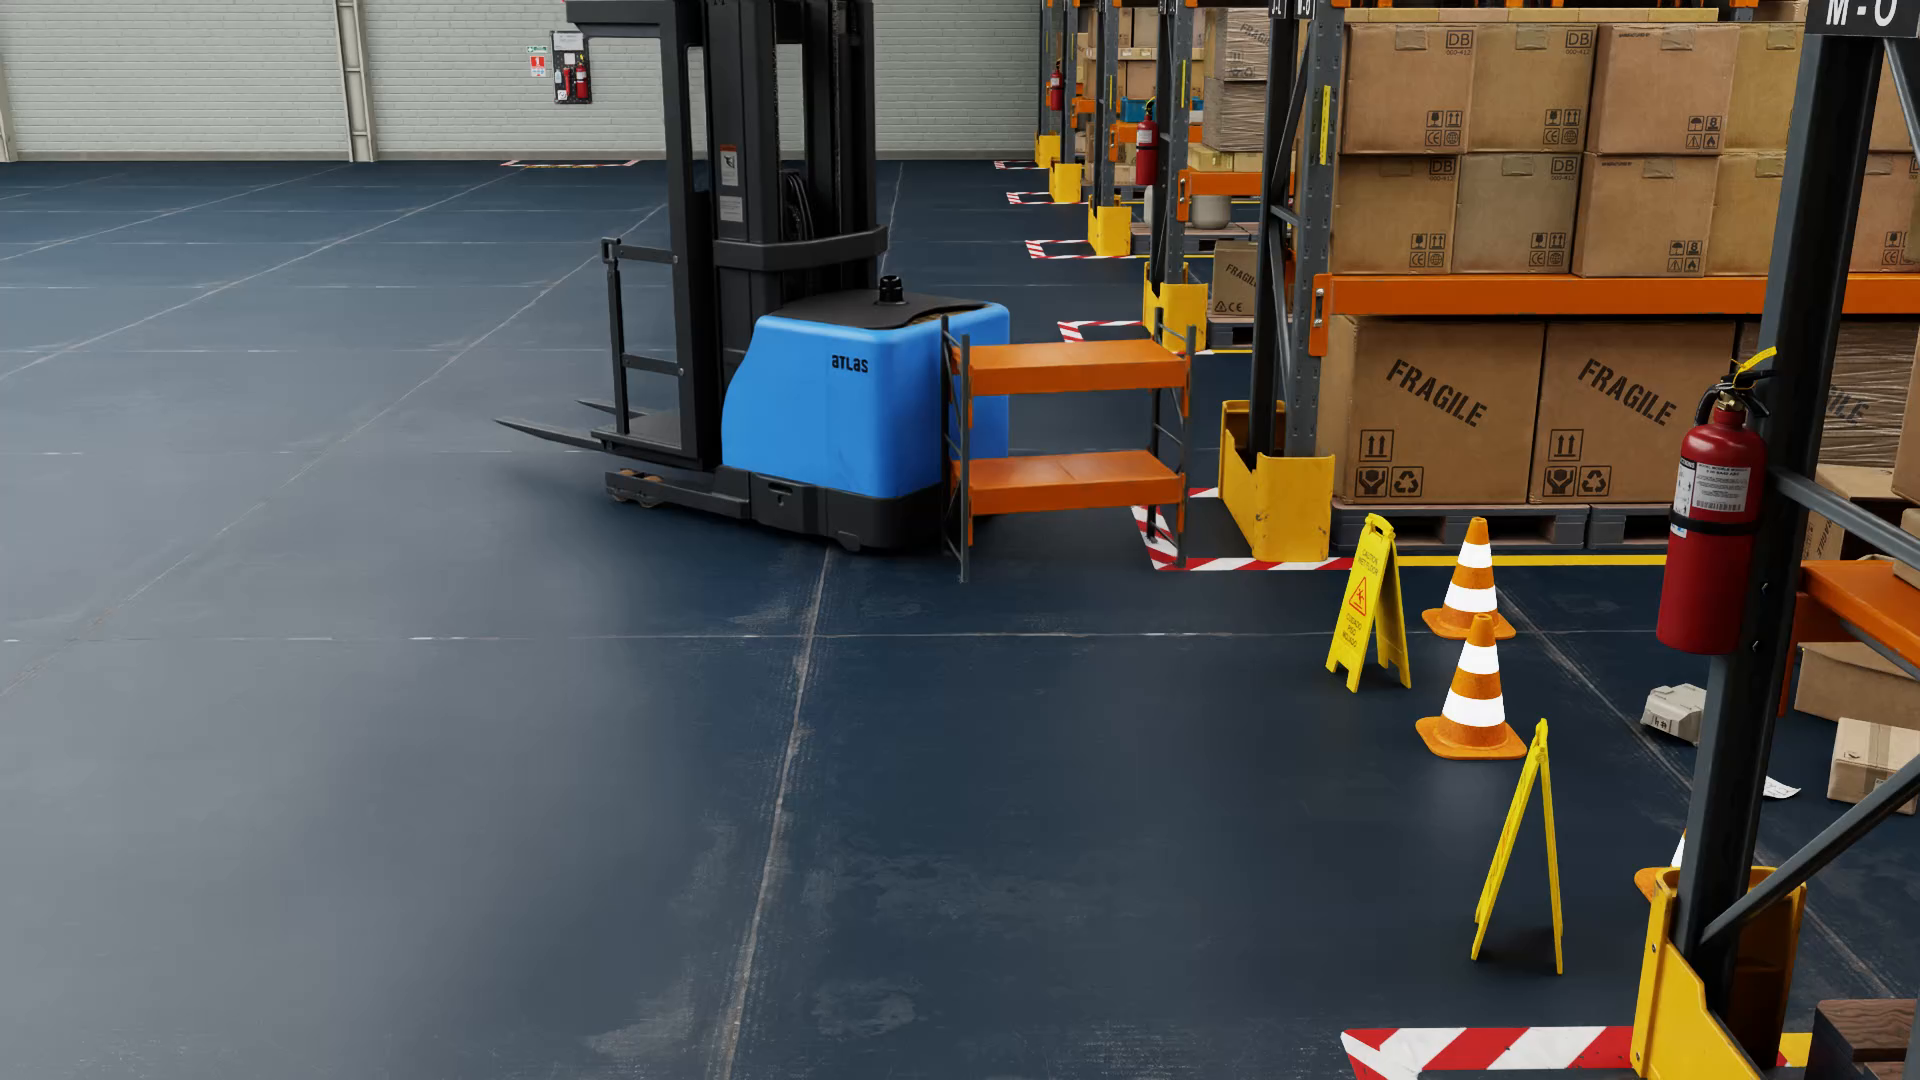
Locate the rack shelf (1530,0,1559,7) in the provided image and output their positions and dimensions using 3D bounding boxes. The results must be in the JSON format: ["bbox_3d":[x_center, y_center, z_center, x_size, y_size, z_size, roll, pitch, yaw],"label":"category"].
[{"bbox_3d":[7.353,-8.672,26.437,4.000,0.370,1.077,0,18,-1],"label":"rack shelf"}]

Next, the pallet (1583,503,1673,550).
[{"bbox_3d":[3.581,-0.208,8.351,1.213,0.211,1.003,0,18,-1],"label":"pallet"}]

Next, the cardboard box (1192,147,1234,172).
[{"bbox_3d":[1.877,-2.828,12.363,0.250,0.149,0.380,0,18,-1],"label":"cardboard box"}]

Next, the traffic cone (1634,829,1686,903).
[{"bbox_3d":[2.155,0.820,4.734,0.334,0.463,0.336,0,18,-1],"label":"traffic cone"}]

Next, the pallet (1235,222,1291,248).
[{"bbox_3d":[3.615,-3.226,17.757,1.213,0.211,1.003,0,18,-1],"label":"pallet"}]

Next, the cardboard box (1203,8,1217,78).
[{"bbox_3d":[2.135,-3.762,12.577,0.500,0.500,0.500,0,18,-1],"label":"cardboard box"}]

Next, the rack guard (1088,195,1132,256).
[{"bbox_3d":[1.586,-3.356,17.691,0.348,0.500,1.175,0,18,-1],"label":"rack guard"}]

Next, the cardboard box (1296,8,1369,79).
[{"bbox_3d":[2.643,-3.604,12.083,0.500,0.500,0.500,0,18,-1],"label":"cardboard box"}]

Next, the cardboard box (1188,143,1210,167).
[{"bbox_3d":[1.870,-2.964,12.786,0.250,0.149,0.380,0,18,-1],"label":"cardboard box"}]

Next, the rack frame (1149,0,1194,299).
[{"bbox_3d":[1.589,-3.019,12.547,0.127,3.000,1.000,0,18,-1],"label":"rack frame"}]

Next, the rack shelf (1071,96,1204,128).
[{"bbox_3d":[3.436,-5.711,22.119,4.000,0.370,1.077,0,18,-1],"label":"rack shelf"}]

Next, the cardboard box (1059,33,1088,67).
[{"bbox_3d":[1.836,-7.763,26.322,0.500,0.500,0.500,0,18,-1],"label":"cardboard box"}]

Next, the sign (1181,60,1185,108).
[{"bbox_3d":[1.597,-3.265,11.898,0.005,0.325,0.100,0,18,-1],"label":"sign"}]

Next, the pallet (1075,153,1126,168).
[{"bbox_3d":[2.243,-6.223,27.101,1.213,0.211,1.003,0,18,-1],"label":"pallet"}]

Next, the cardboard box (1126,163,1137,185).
[{"bbox_3d":[2.476,-4.873,22.142,0.500,0.250,0.500,0,18,-1],"label":"cardboard box"}]

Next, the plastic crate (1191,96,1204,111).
[{"bbox_3d":[2.656,-4.556,17.582,0.408,0.251,0.499,0,18,-1],"label":"plastic crate"}]

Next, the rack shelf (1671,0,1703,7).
[{"bbox_3d":[11.435,-7.178,21.781,4.000,0.370,1.077,0,18,-1],"label":"rack shelf"}]

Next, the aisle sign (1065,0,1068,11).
[{"bbox_3d":[1.375,-7.188,21.289,0.004,0.787,0.394,0,18,-1],"label":"aisle sign"}]

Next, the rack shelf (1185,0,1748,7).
[{"bbox_3d":[3.588,-4.114,12.229,4.000,0.370,1.077,0,18,-1],"label":"rack shelf"}]

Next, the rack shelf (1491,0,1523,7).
[{"bbox_3d":[7.510,-5.646,17.005,4.000,0.370,1.077,0,18,-1],"label":"rack shelf"}]

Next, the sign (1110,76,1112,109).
[{"bbox_3d":[1.515,-4.495,16.697,0.005,0.325,0.100,0,18,-1],"label":"sign"}]

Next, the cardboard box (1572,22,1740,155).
[{"bbox_3d":[3.048,-2.071,7.579,0.550,0.550,0.875,0,18,-1],"label":"cardboard box"}]

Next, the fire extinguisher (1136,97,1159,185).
[{"bbox_3d":[1.467,-3.122,12.996,0.183,0.674,0.296,0,18,-1],"label":"fire extinguisher"}]

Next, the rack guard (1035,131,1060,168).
[{"bbox_3d":[1.430,-6.367,27.078,0.348,0.500,1.175,0,18,-1],"label":"rack guard"}]

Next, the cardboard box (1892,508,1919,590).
[{"bbox_3d":[2.116,0.060,3.360,0.250,0.149,0.380,0,18,1],"label":"cardboard box"}]

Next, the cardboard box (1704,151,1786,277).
[{"bbox_3d":[3.577,-1.579,7.814,0.500,0.550,0.875,0,18,-1],"label":"cardboard box"}]

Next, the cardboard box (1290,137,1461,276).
[{"bbox_3d":[1.936,-1.590,7.849,0.550,0.550,0.875,0,18,-1],"label":"cardboard box"}]

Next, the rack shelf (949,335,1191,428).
[{"bbox_3d":[0.474,-0.724,7.504,1.000,0.278,0.538,-4,18,-11],"label":"rack shelf"}]

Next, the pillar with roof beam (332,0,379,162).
[{"bbox_3d":[-9.890,-9.309,22.334,0.400,9.000,9.100,0,18,-1],"label":"pillar with roof beam"}]

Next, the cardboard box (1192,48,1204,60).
[{"bbox_3d":[3.119,-6.344,21.687,0.250,0.149,0.380,-1,18,-2],"label":"cardboard box"}]

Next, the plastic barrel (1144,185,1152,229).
[{"bbox_3d":[2.167,-3.573,17.661,0.421,0.512,0.421,0,18,0],"label":"plastic barrel"}]

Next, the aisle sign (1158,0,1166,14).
[{"bbox_3d":[1.522,-4.348,12.435,0.004,0.787,0.394,0,18,-1],"label":"aisle sign"}]

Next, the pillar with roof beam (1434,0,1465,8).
[{"bbox_3d":[8.107,-9.396,22.604,0.400,9.000,9.100,0,18,-1],"label":"pillar with roof beam"}]

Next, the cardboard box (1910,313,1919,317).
[{"bbox_3d":[4.935,-0.729,8.201,0.875,0.875,0.875,0,18,0],"label":"cardboard box"}]

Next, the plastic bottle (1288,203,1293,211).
[{"bbox_3d":[3.594,-3.551,17.932,0.133,0.283,0.061,0,18,-1],"label":"plastic bottle"}]

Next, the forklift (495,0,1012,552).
[{"bbox_3d":[-1.229,-1.676,8.472,3.031,2.935,1.130,13,22,34],"label":"forklift"}]

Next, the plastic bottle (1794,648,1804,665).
[{"bbox_3d":[3.429,0.456,6.527,0.283,0.061,0.133,-7,19,-20],"label":"plastic bottle"}]

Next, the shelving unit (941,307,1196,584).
[{"bbox_3d":[0.474,-0.445,7.594,1.048,1.125,0.538,-4,18,-11],"label":"shelving unit"}]

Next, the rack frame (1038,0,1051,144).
[{"bbox_3d":[1.354,-7.557,26.695,0.127,3.000,1.000,0,18,-1],"label":"rack frame"}]

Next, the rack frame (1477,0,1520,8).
[{"bbox_3d":[5.510,-4.551,17.323,0.127,3.000,1.000,0,18,-1],"label":"rack frame"}]

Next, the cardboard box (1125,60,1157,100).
[{"bbox_3d":[2.428,-6.094,21.971,0.500,0.500,0.700,0,18,1],"label":"cardboard box"}]

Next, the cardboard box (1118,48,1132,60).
[{"bbox_3d":[2.096,-6.339,21.672,0.250,0.149,0.380,-1,18,-2],"label":"cardboard box"}]

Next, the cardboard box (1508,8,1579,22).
[{"bbox_3d":[4.143,-3.612,12.110,0.500,0.500,0.500,0,18,-1],"label":"cardboard box"}]

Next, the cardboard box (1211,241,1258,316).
[{"bbox_3d":[2.213,-2.026,12.858,0.500,0.500,0.500,3,18,9],"label":"cardboard box"}]

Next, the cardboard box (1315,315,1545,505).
[{"bbox_3d":[2.243,-0.715,8.157,0.875,0.875,0.875,0,18,-1],"label":"cardboard box"}]

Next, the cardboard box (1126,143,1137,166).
[{"bbox_3d":[2.476,-5.230,22.026,0.500,0.500,0.500,0,18,-1],"label":"cardboard box"}]

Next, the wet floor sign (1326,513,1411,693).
[{"bbox_3d":[1.568,0.223,6.297,0.232,0.644,0.267,-3,18,-10],"label":"wet floor sign"}]

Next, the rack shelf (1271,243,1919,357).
[{"bbox_3d":[3.566,-1.170,7.963,4.000,0.370,1.077,0,18,-1],"label":"rack shelf"}]

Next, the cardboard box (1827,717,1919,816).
[{"bbox_3d":[3.023,0.742,5.490,0.250,0.149,0.380,10,20,28],"label":"cardboard box"}]

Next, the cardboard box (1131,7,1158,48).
[{"bbox_3d":[2.482,-6.712,21.774,0.500,0.500,0.700,-1,18,-2],"label":"cardboard box"}]

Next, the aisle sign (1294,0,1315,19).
[{"bbox_3d":[1.500,-2.649,7.140,0.004,0.787,0.394,0,18,-1],"label":"aisle sign"}]

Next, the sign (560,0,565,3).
[{"bbox_3d":[-6.440,-8.930,27.179,0.199,0.298,0.001,0,18,-1],"label":"sign"}]

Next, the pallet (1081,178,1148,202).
[{"bbox_3d":[2.200,-4.733,22.456,1.213,0.211,1.003,0,18,-1],"label":"pallet"}]
